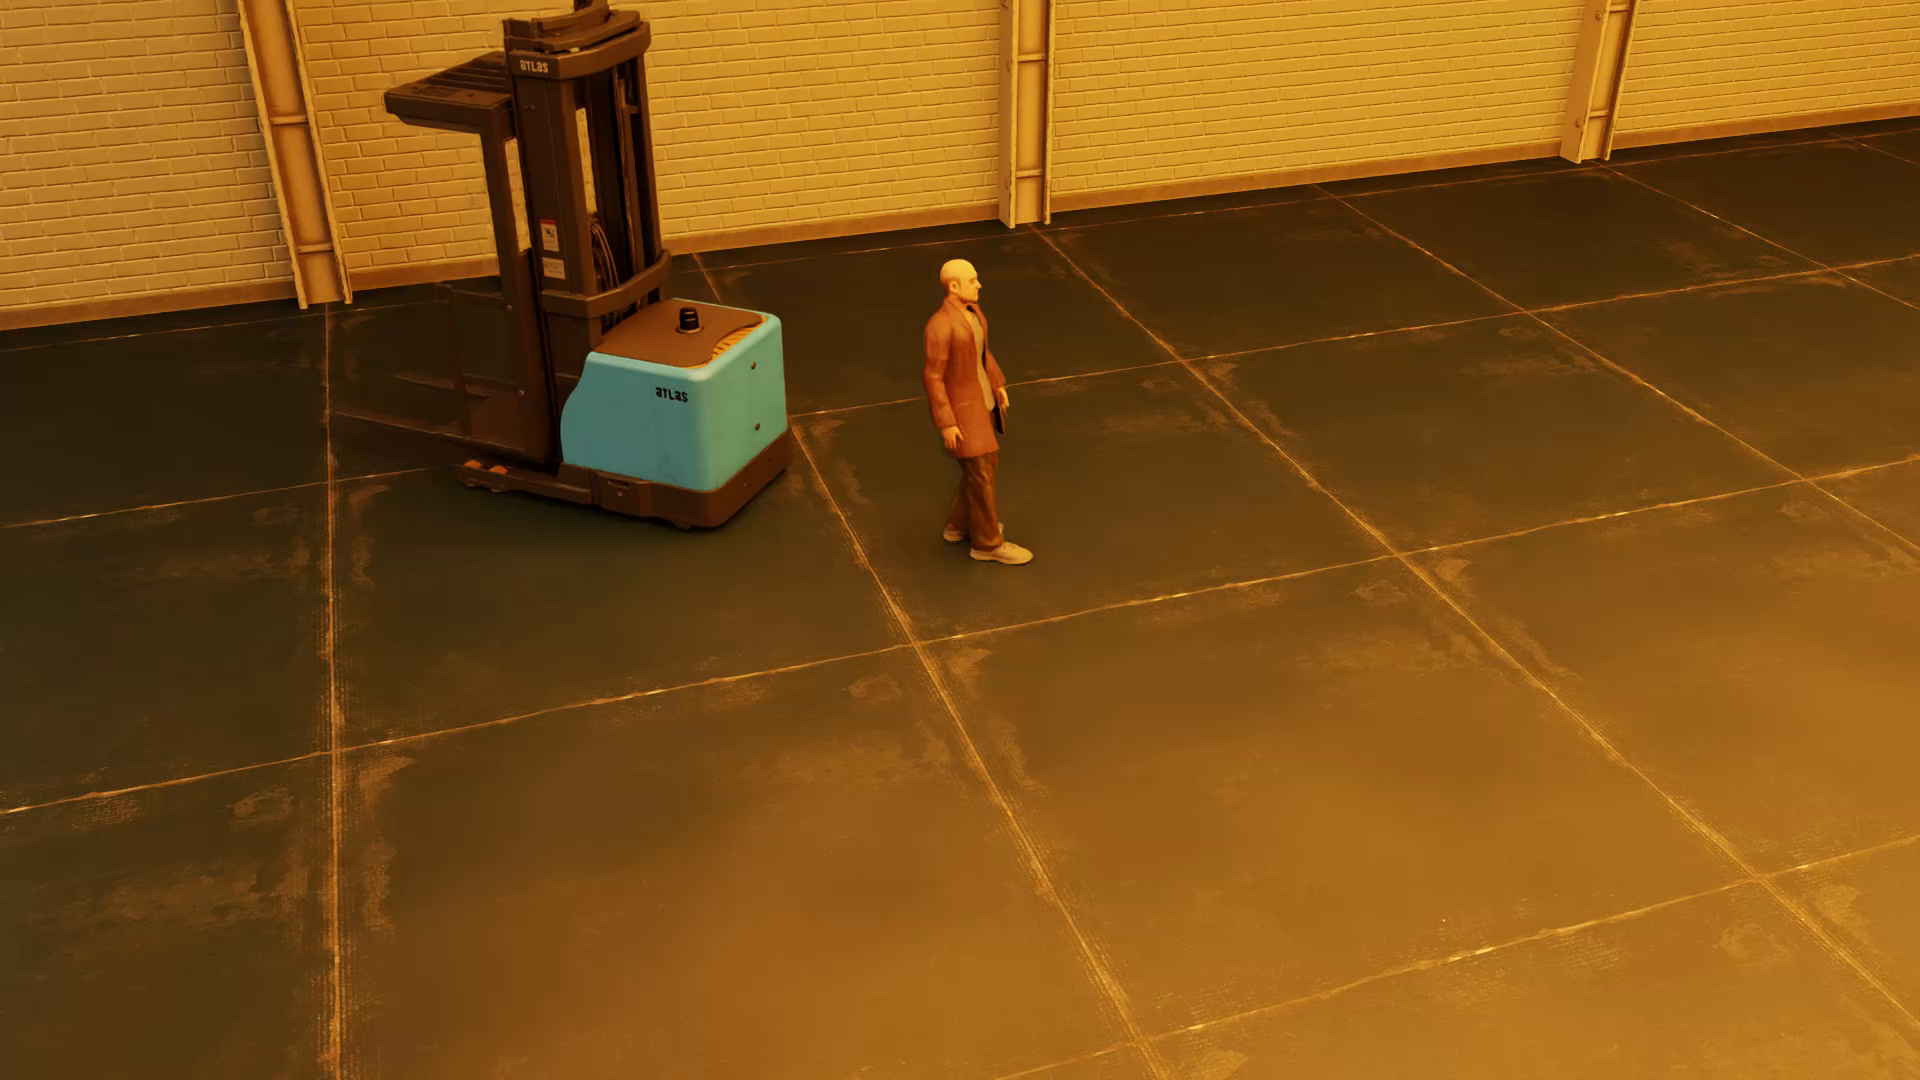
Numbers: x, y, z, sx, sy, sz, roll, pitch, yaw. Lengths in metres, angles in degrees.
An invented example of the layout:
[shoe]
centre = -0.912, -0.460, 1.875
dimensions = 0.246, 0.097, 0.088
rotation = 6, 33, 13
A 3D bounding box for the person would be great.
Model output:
[person]
centre = 0.162, -0.727, 9.535
dimensions = 0.658, 1.769, 0.726
rotation = 13, 33, 22

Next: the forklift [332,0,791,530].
[forklift]
centre = -2.659, -1.800, 10.216
dimensions = 3.031, 2.935, 1.130
rotation = 12, 32, 20
